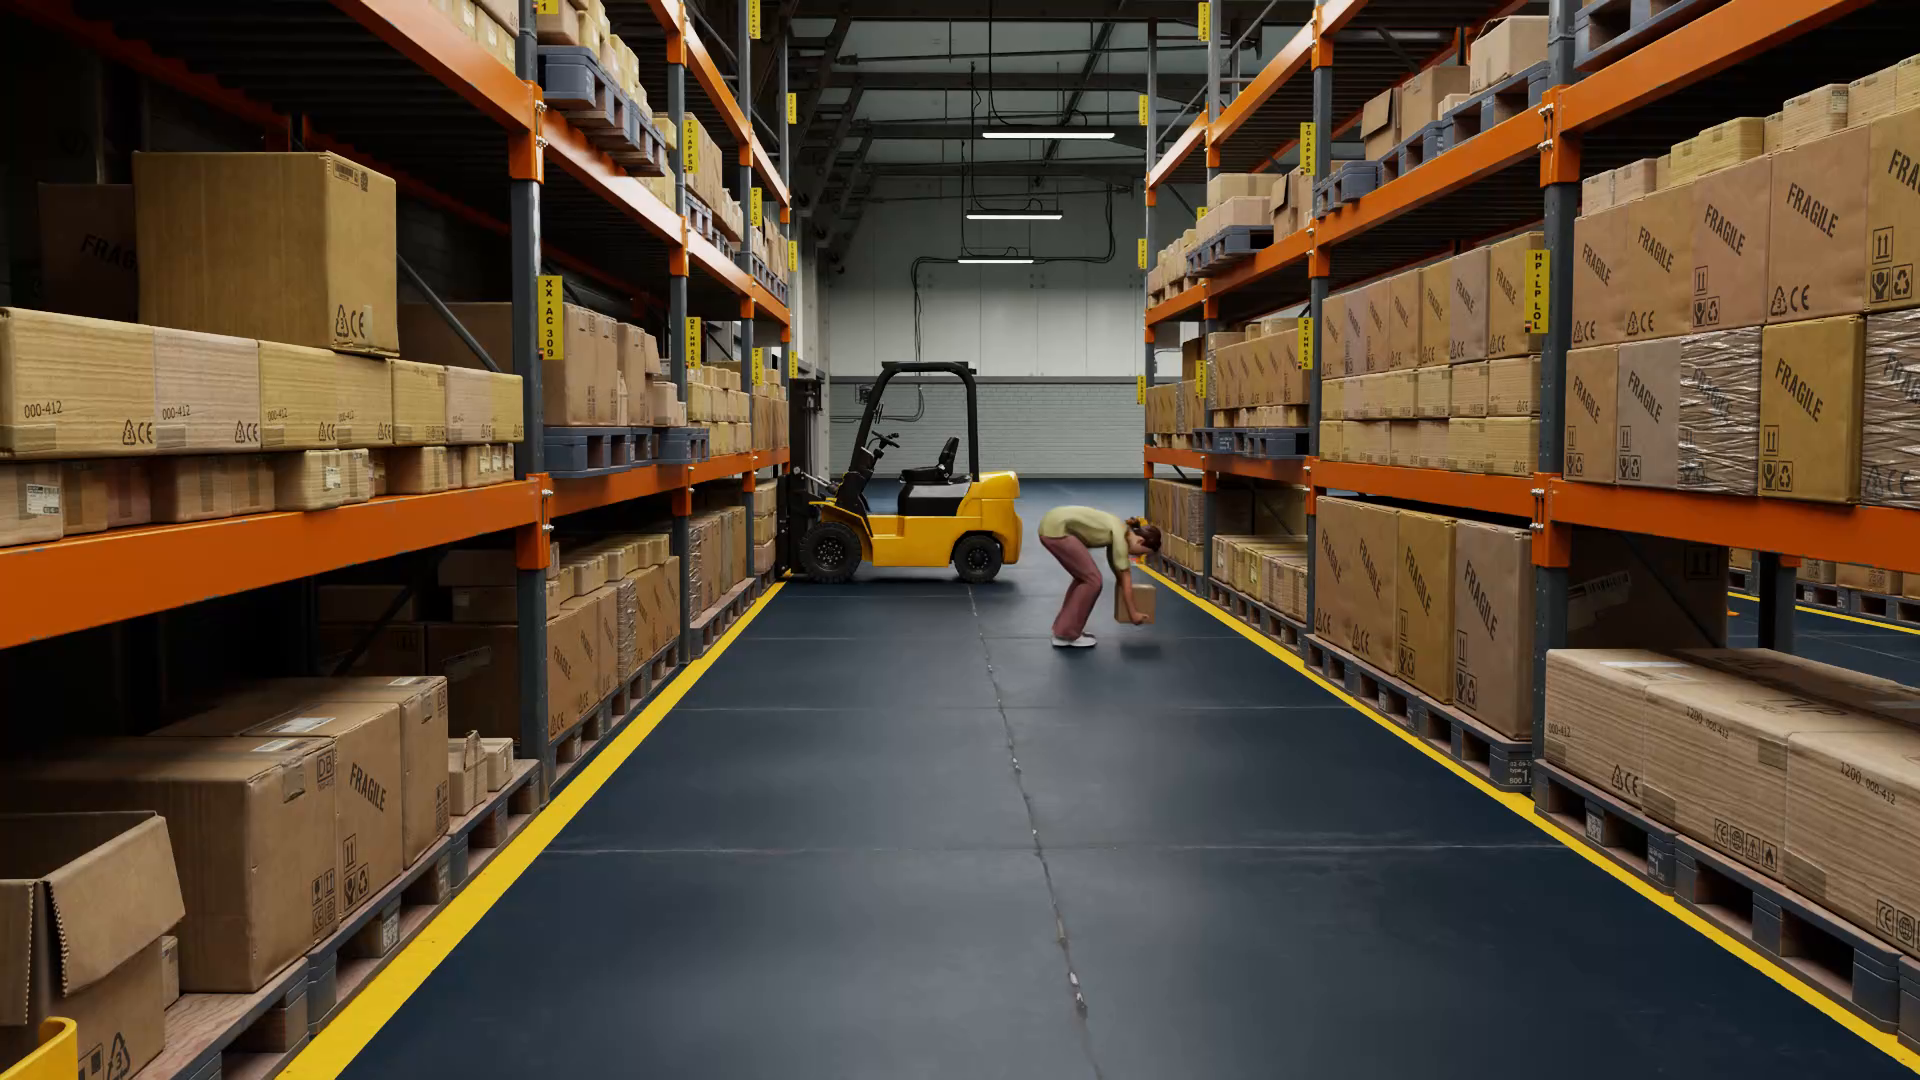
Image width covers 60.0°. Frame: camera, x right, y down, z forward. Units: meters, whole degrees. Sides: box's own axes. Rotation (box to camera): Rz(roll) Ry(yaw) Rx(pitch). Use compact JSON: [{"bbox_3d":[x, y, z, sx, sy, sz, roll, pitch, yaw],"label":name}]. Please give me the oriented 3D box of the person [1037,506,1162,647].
[{"bbox_3d":[0.971,0.273,11.571,0.860,0.915,0.453,0,4,-4],"label":"person"}]
